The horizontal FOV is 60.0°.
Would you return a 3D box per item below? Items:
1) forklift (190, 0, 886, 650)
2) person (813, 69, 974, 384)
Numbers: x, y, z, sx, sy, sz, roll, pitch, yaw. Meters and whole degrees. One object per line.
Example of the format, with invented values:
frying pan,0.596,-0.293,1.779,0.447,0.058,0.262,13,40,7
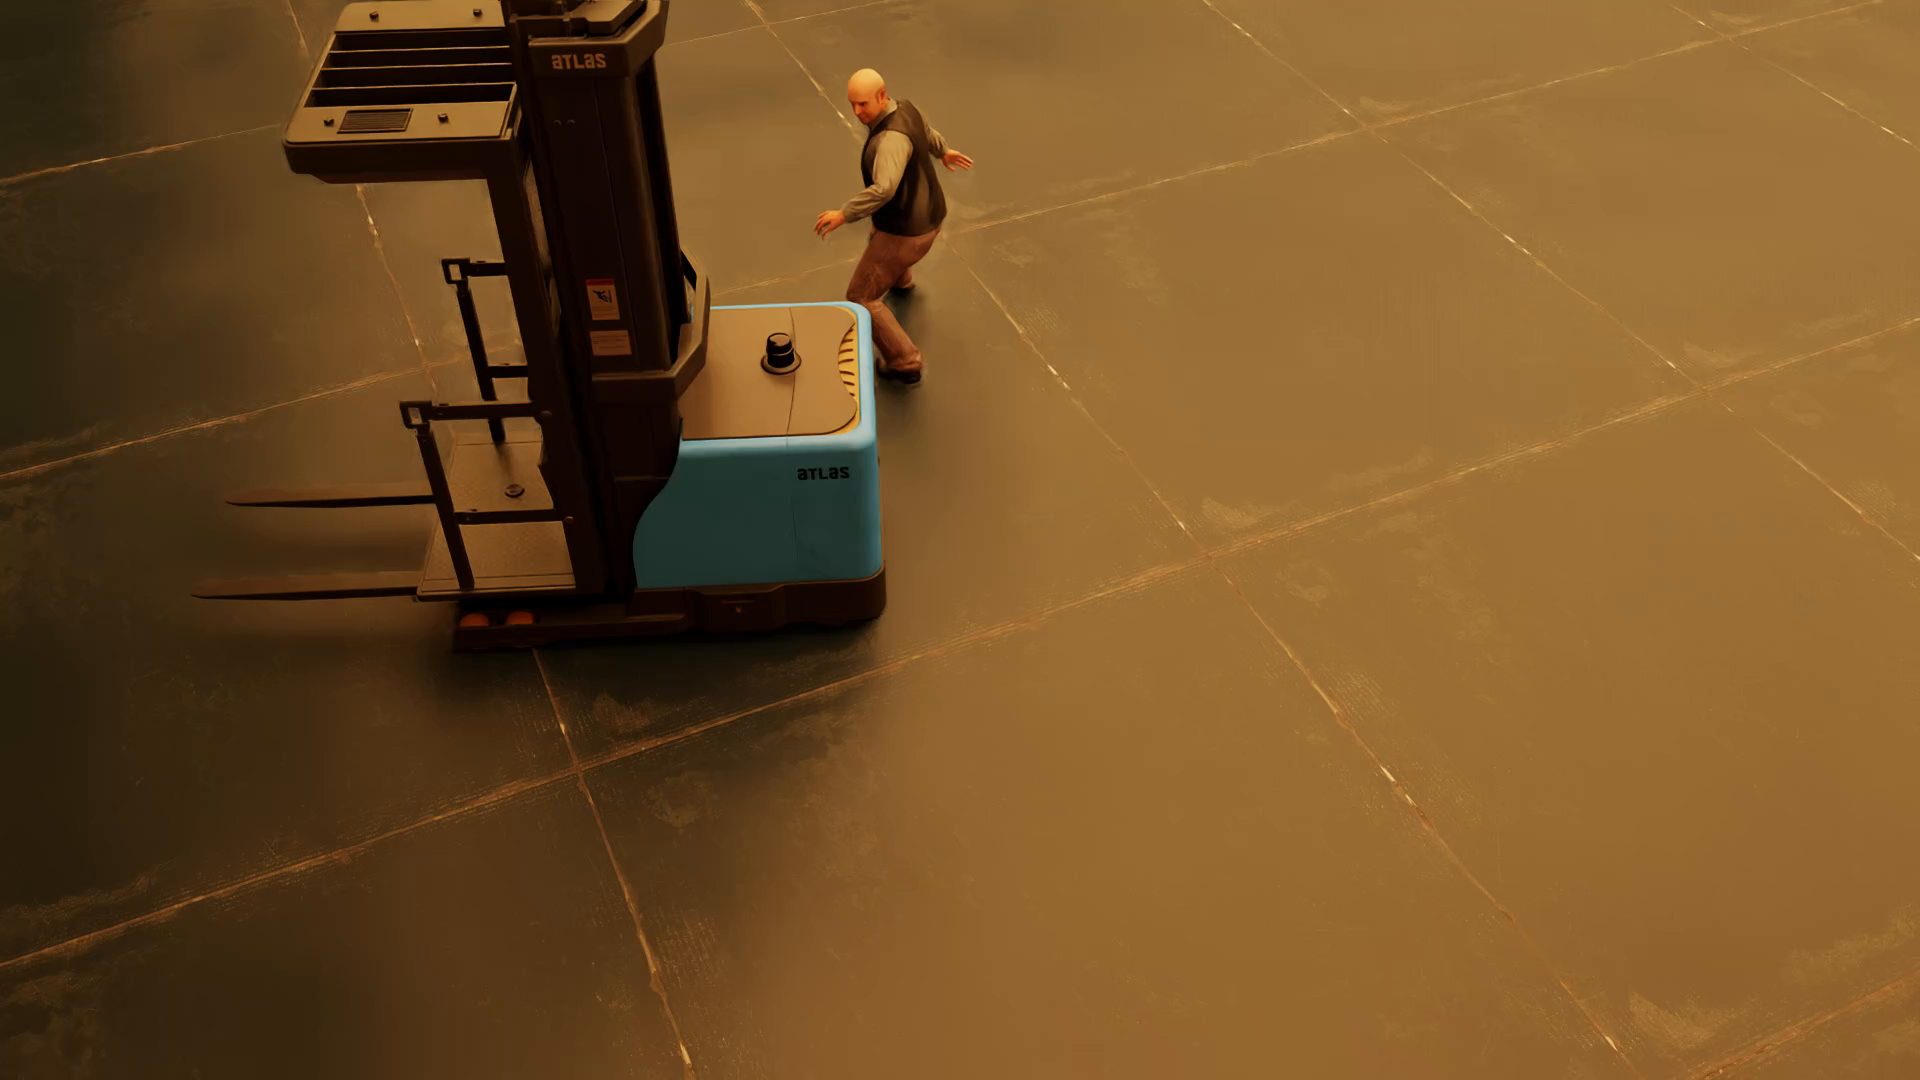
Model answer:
forklift,-1.868,-0.963,6.712,3.031,2.935,1.130,-3,43,-3
person,-0.324,-1.643,8.530,0.564,1.679,1.068,10,44,10
